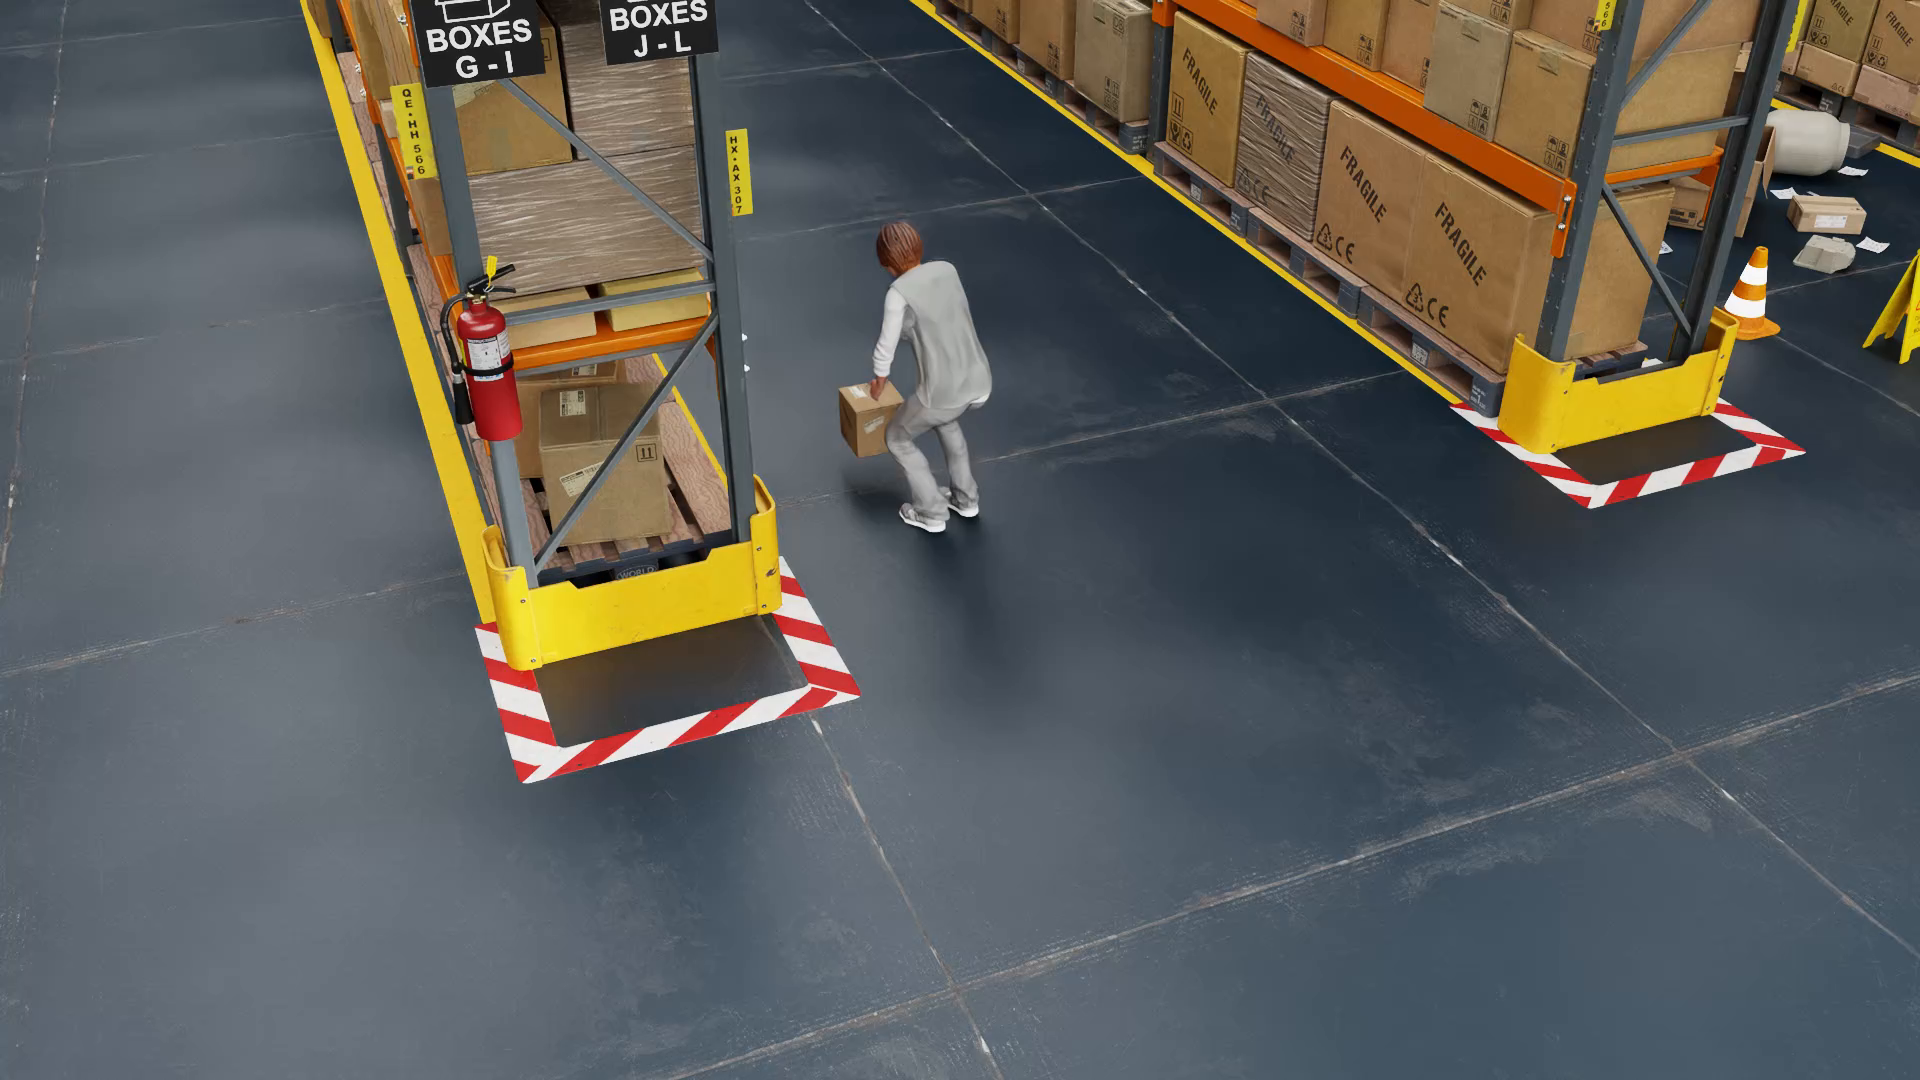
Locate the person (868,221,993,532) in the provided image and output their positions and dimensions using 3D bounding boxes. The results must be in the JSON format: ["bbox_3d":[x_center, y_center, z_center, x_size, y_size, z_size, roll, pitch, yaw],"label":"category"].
[{"bbox_3d":[-0.143,-0.684,7.366,0.459,1.385,0.581,-26,42,-33],"label":"person"}]
